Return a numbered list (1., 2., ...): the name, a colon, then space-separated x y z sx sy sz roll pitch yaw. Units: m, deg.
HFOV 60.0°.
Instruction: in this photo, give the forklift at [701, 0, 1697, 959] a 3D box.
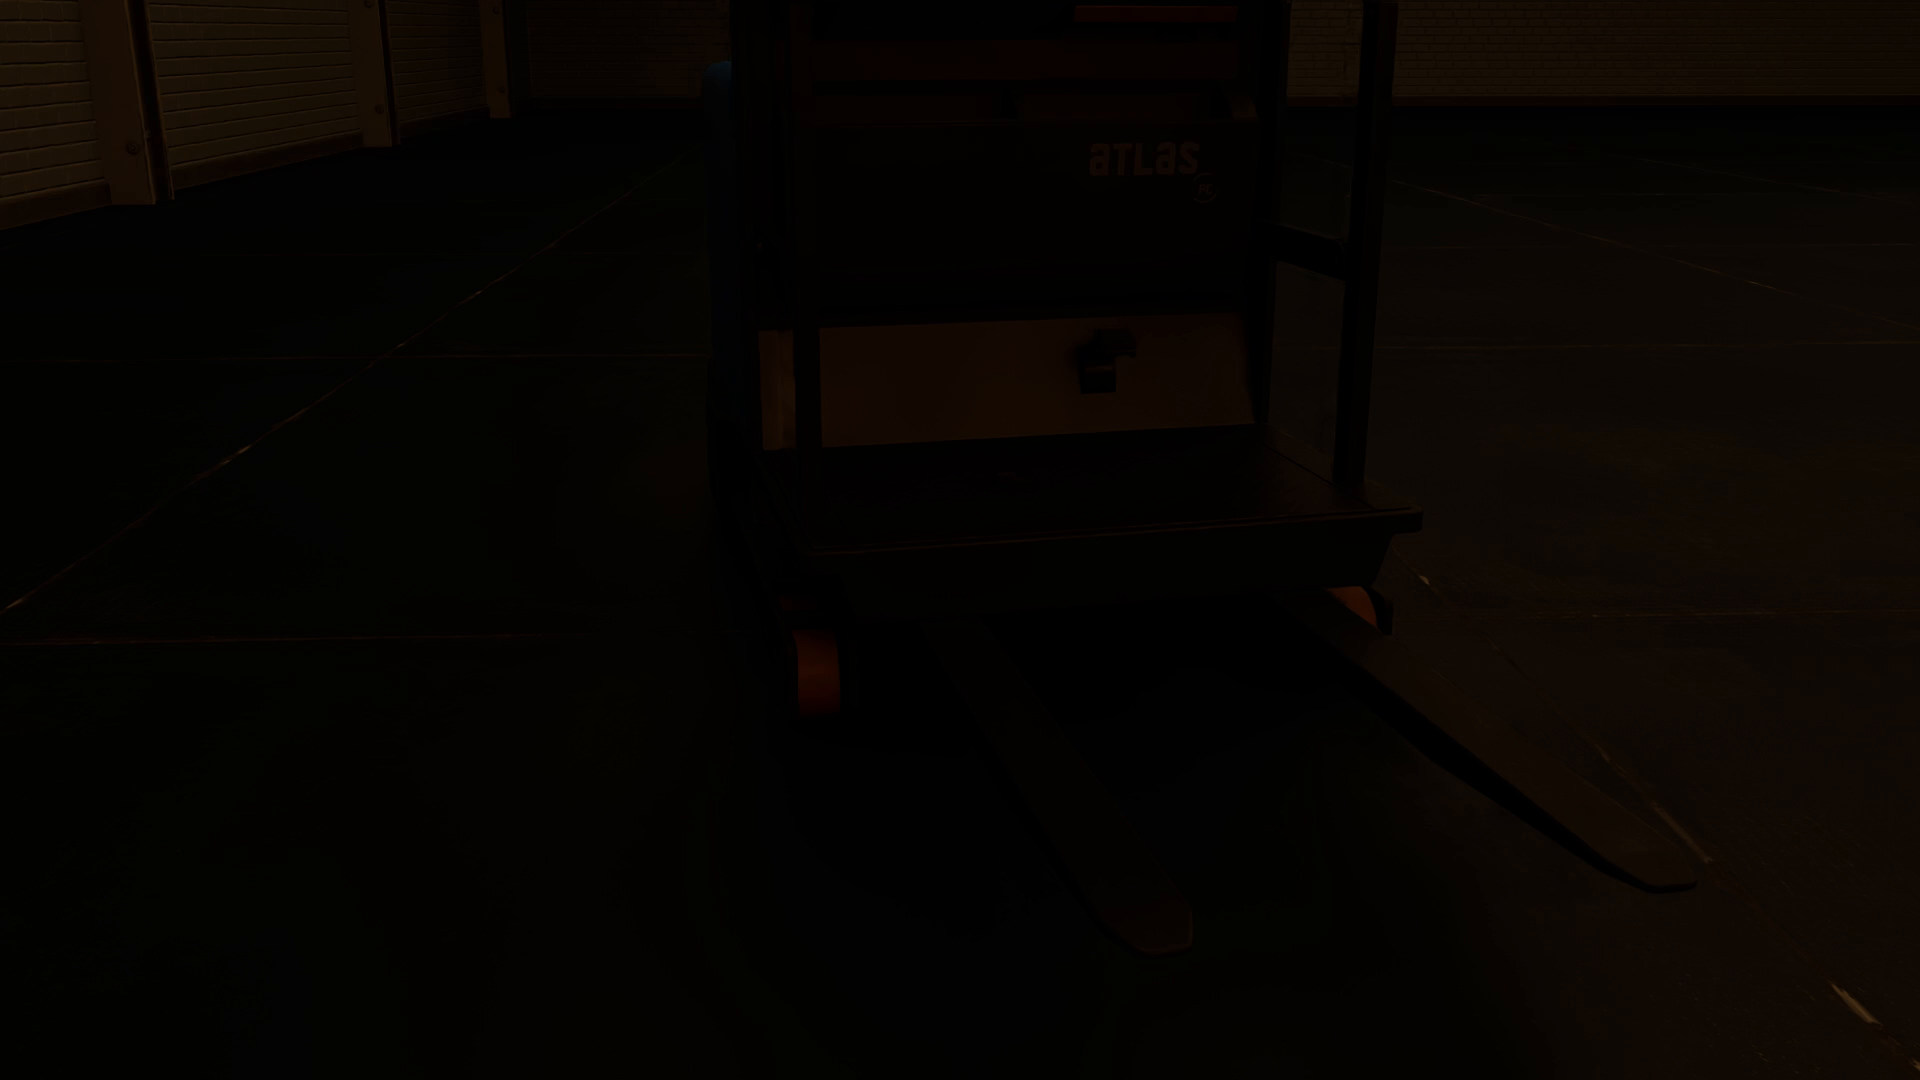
1. forklift: 0.166 -1.208 2.856 1.130 2.935 3.031 -4 17 -13
